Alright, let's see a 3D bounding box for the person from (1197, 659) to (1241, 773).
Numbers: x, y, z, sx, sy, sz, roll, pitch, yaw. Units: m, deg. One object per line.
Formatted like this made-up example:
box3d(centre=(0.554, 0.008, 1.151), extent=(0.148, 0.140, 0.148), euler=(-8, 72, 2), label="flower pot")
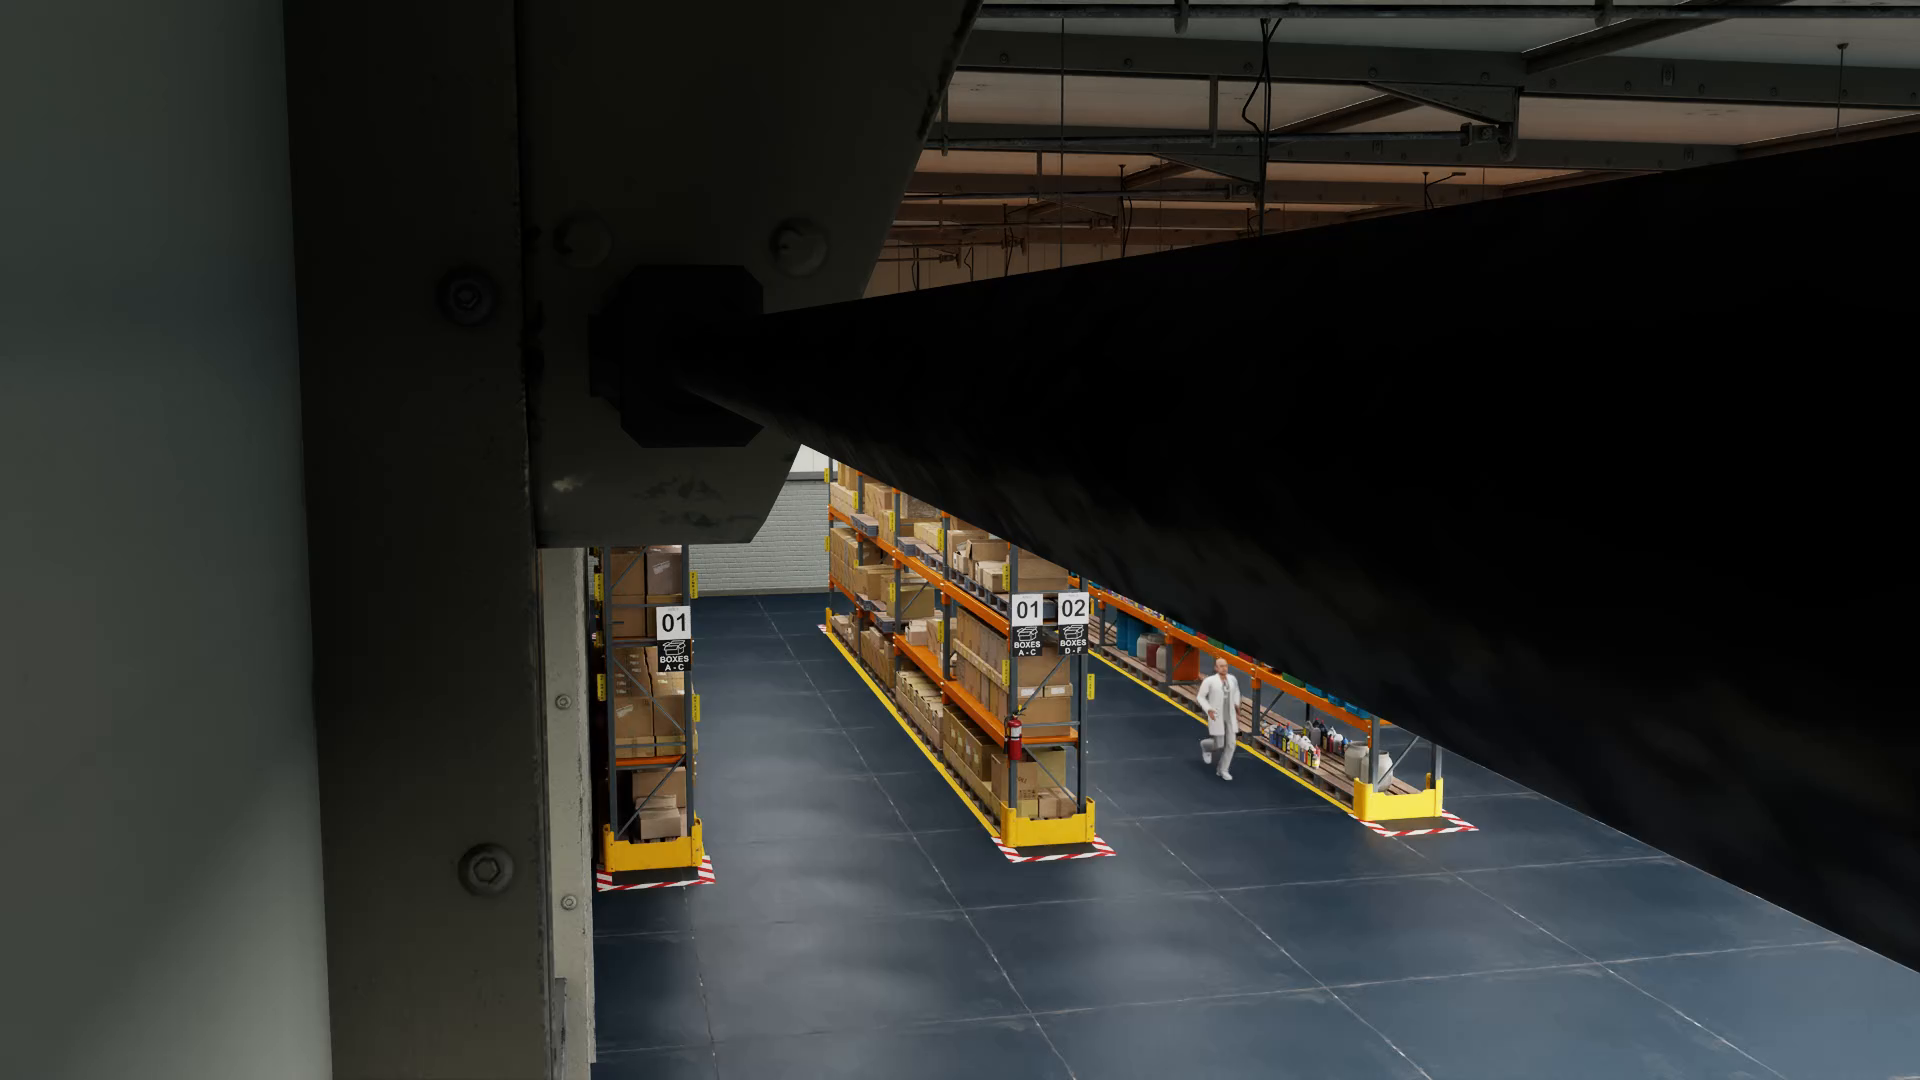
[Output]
box3d(centre=(3.812, 2.555, 24.317), extent=(0.711, 1.665, 0.626), euler=(-2, 7, -18), label="person")
